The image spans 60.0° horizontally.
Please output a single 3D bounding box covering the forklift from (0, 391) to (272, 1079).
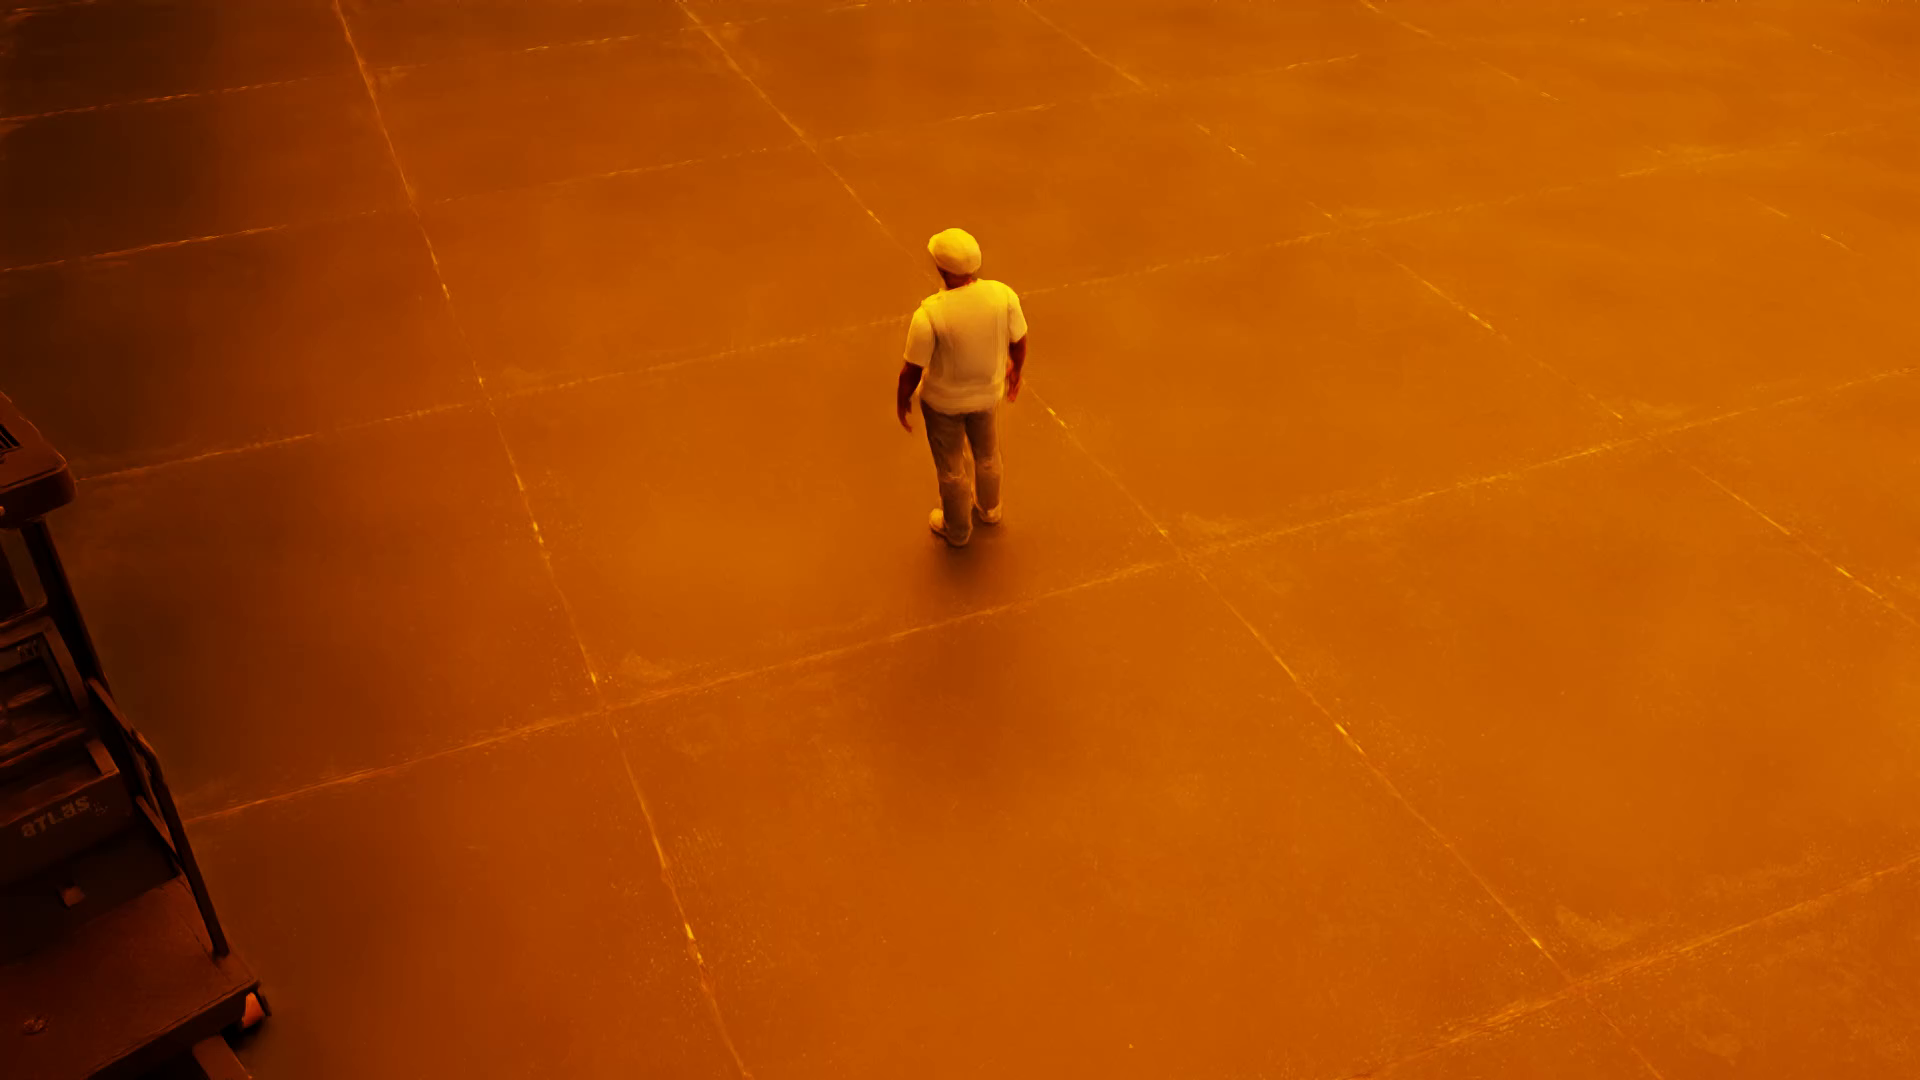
[{"bbox_3d":[-3.177,0.651,5.183,1.130,2.935,3.031,-28,44,-34],"label":"forklift"}]

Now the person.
[{"bbox_3d":[-0.022,-0.764,8.166,0.665,1.766,0.576,-14,38,-19],"label":"person"}]
